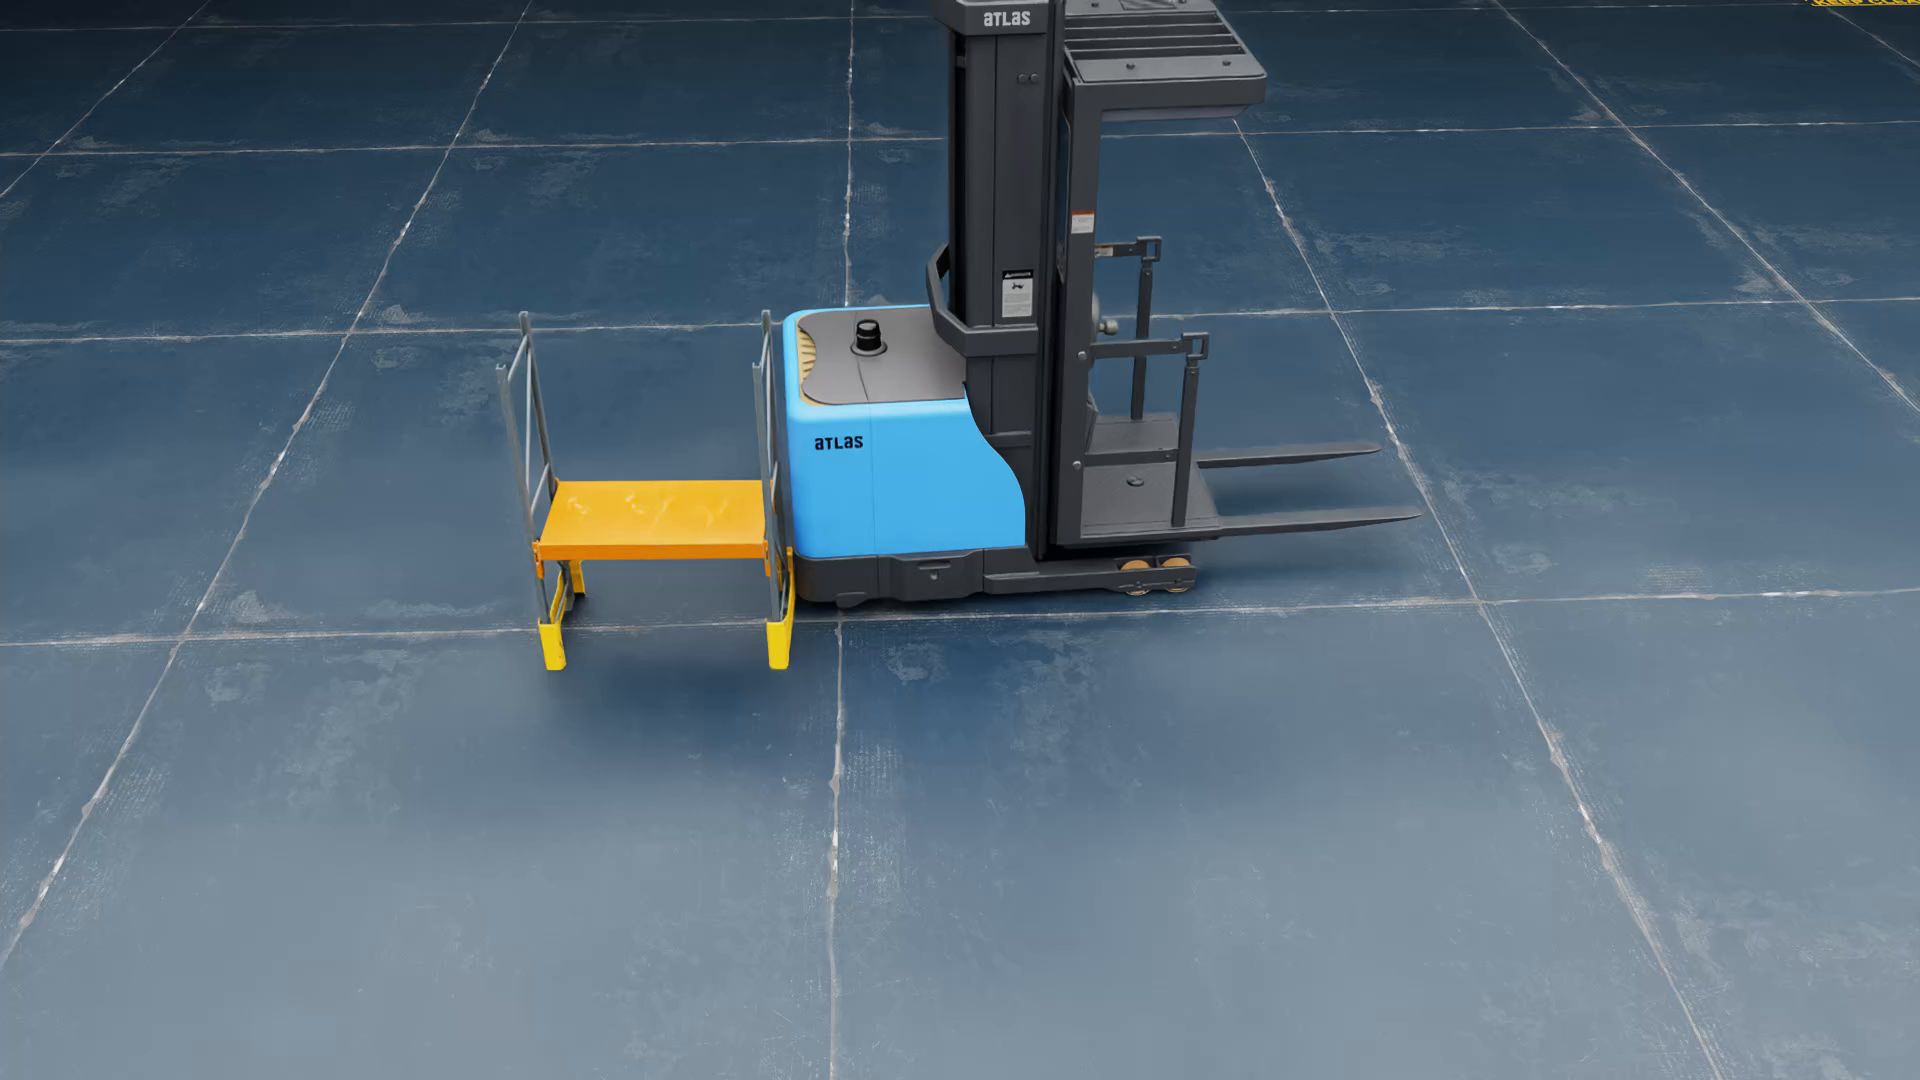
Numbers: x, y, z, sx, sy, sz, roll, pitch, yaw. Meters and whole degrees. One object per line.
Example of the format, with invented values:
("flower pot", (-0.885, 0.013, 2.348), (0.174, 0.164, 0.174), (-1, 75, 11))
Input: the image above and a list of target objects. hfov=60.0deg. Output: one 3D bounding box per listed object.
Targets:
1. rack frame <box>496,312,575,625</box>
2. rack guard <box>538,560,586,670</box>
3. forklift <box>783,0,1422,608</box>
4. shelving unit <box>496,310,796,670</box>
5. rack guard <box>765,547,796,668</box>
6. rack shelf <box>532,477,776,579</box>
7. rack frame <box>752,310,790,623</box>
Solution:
("rack frame", (-1.831, -0.203, 7.225), (0.032, 1.500, 0.500), (0, 35, -1))
("rack guard", (-1.811, 0.311, 7.581), (0.087, 0.250, 0.587), (0, 35, -1))
("forklift", (0.695, -1.240, 7.466), (3.031, 2.935, 1.130), (-4, 35, -5))
("shelving unit", (-1.313, -0.207, 7.232), (1.083, 1.500, 0.587), (0, 35, -1))
("rack guard", (-0.816, 0.302, 7.593), (0.087, 0.250, 0.587), (0, 35, -1))
("rack shelf", (-1.323, -0.059, 7.334), (1.000, 0.185, 0.538), (0, 35, -1))
("rack frame", (-0.814, -0.212, 7.238), (0.032, 1.500, 0.500), (0, 35, -1))
